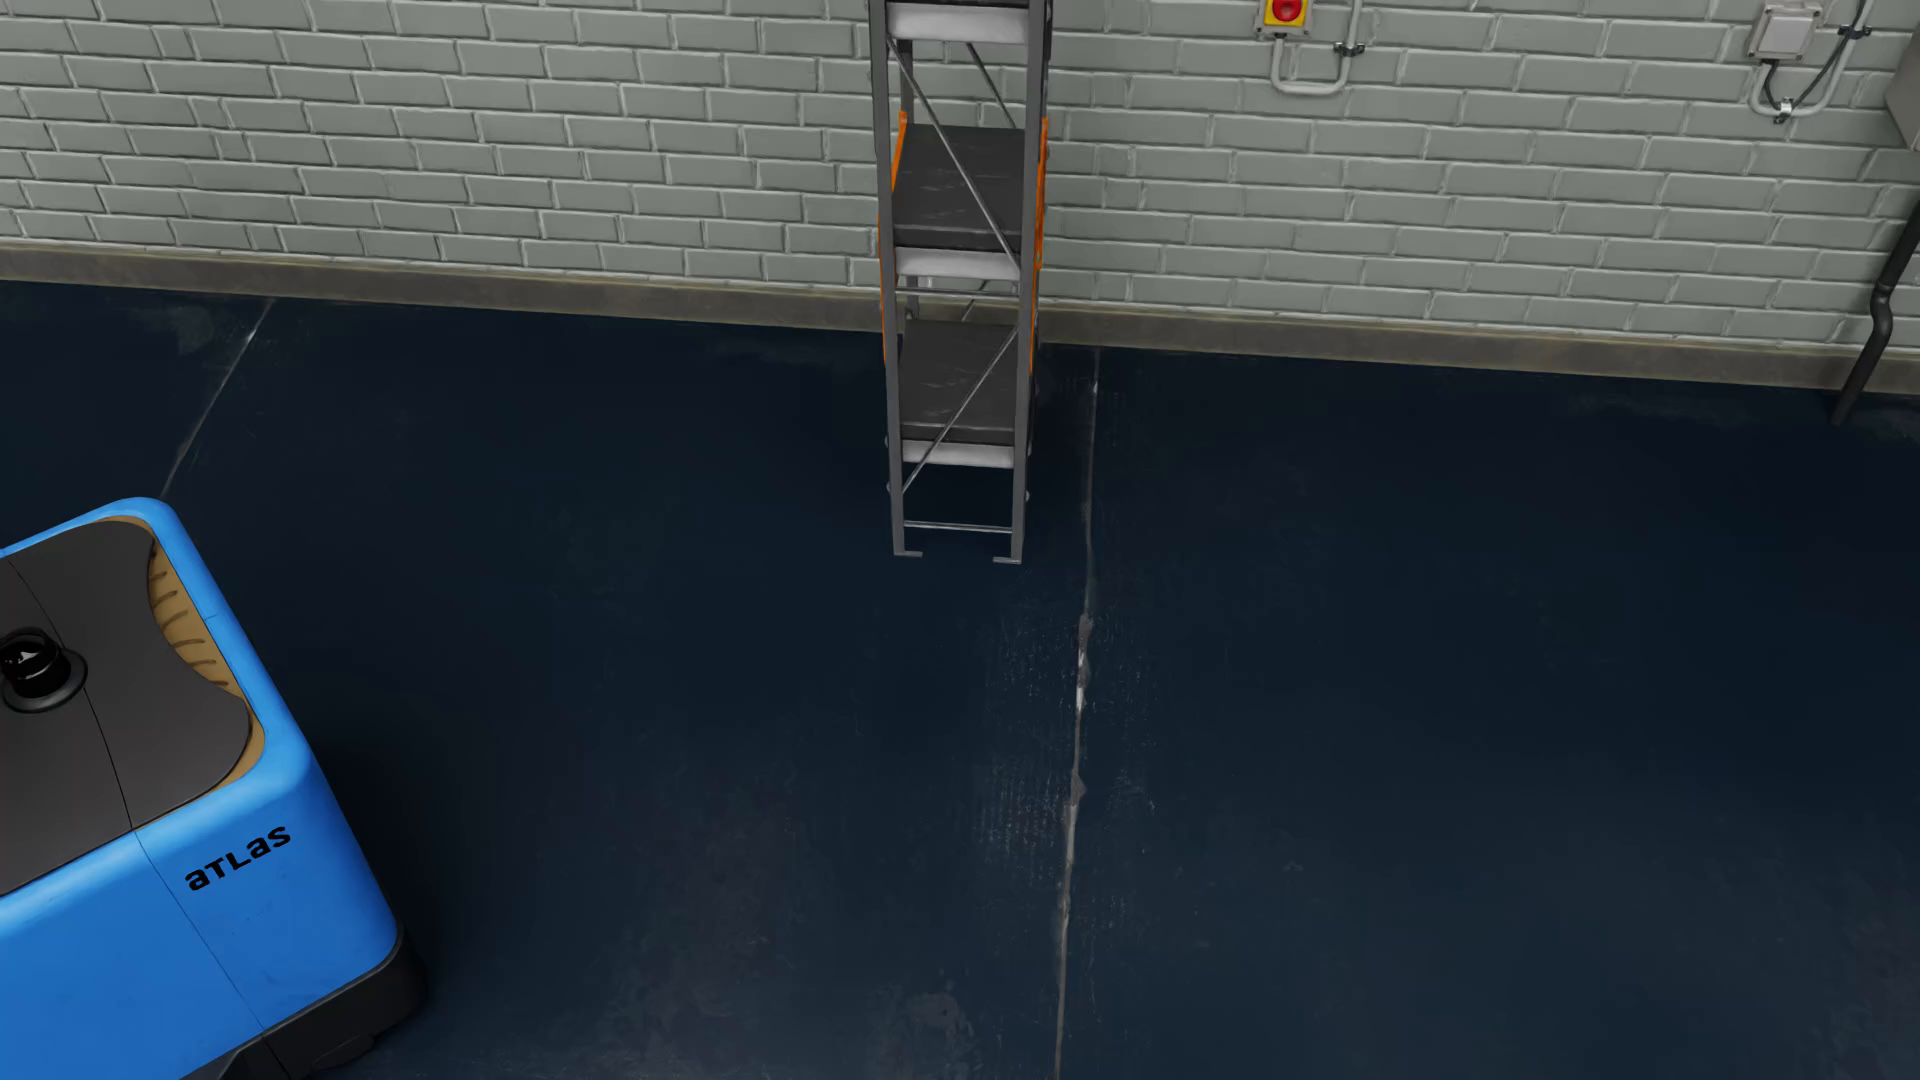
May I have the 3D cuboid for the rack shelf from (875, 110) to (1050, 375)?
[{"bbox_3d":[0.015,-0.821,4.597,0.431,0.518,0.480,4,48,4],"label":"rack shelf"}]

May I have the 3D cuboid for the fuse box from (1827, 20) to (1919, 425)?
[{"bbox_3d":[2.988,-0.963,4.971,0.539,1.711,0.414,4,48,4],"label":"fuse box"}]

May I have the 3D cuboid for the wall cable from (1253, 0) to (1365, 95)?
[{"bbox_3d":[0.909,-2.000,4.337,0.585,1.953,0.123,4,48,4],"label":"wall cable"}]

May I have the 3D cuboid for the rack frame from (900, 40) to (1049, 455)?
[{"bbox_3d":[0.037,-1.010,4.750,0.400,2.100,0.015,4,48,4],"label":"rack frame"}]

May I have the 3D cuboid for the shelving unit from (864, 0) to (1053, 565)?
[{"bbox_3d":[0.015,-0.830,4.586,0.431,2.100,0.503,4,48,4],"label":"shelving unit"}]

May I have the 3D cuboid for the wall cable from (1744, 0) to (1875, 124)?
[{"bbox_3d":[2.322,-1.903,4.269,0.588,1.984,0.122,4,48,4],"label":"wall cable"}]

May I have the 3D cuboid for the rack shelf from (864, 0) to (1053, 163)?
[{"bbox_3d":[0.015,-1.294,4.080,0.431,0.518,0.480,4,48,4],"label":"rack shelf"}]

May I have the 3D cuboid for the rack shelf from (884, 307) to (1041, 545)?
[{"bbox_3d":[0.015,-0.349,5.113,0.431,0.518,0.480,4,48,4],"label":"rack shelf"}]

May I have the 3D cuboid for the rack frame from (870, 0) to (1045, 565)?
[{"bbox_3d":[-0.007,-0.651,4.422,0.400,2.100,0.015,4,48,4],"label":"rack frame"}]

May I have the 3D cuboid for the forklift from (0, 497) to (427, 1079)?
[{"bbox_3d":[-2.815,0.540,2.770,3.031,2.935,1.130,-29,54,-24],"label":"forklift"}]
